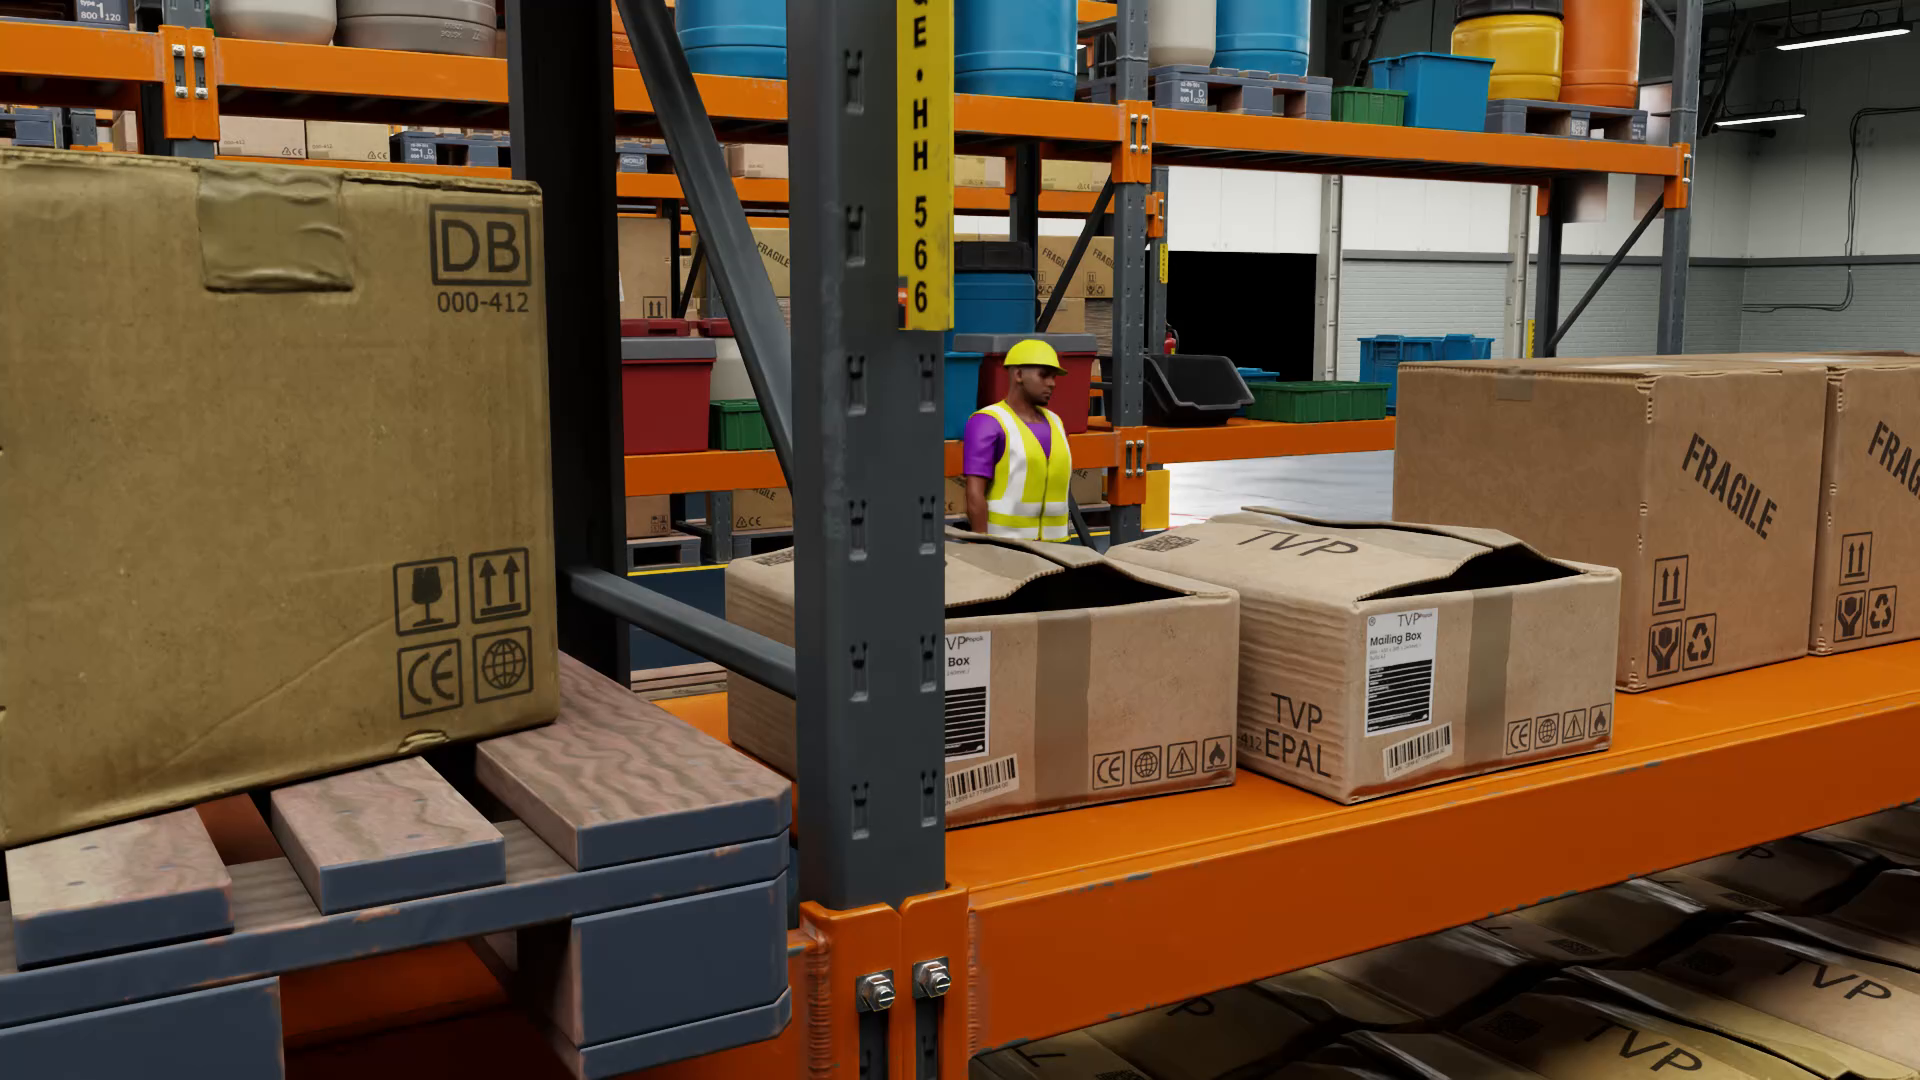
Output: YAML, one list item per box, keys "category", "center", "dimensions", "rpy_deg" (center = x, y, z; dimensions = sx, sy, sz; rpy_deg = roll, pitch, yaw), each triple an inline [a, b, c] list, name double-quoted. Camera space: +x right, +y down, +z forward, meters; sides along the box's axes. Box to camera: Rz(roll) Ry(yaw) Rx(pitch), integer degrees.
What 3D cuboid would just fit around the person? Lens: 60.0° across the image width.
- category: "person"
  center: [0.277, 0.017, 7.082]
  dimensions: [0.581, 1.726, 0.953]
  rpy_deg: [-5, 9, -30]
